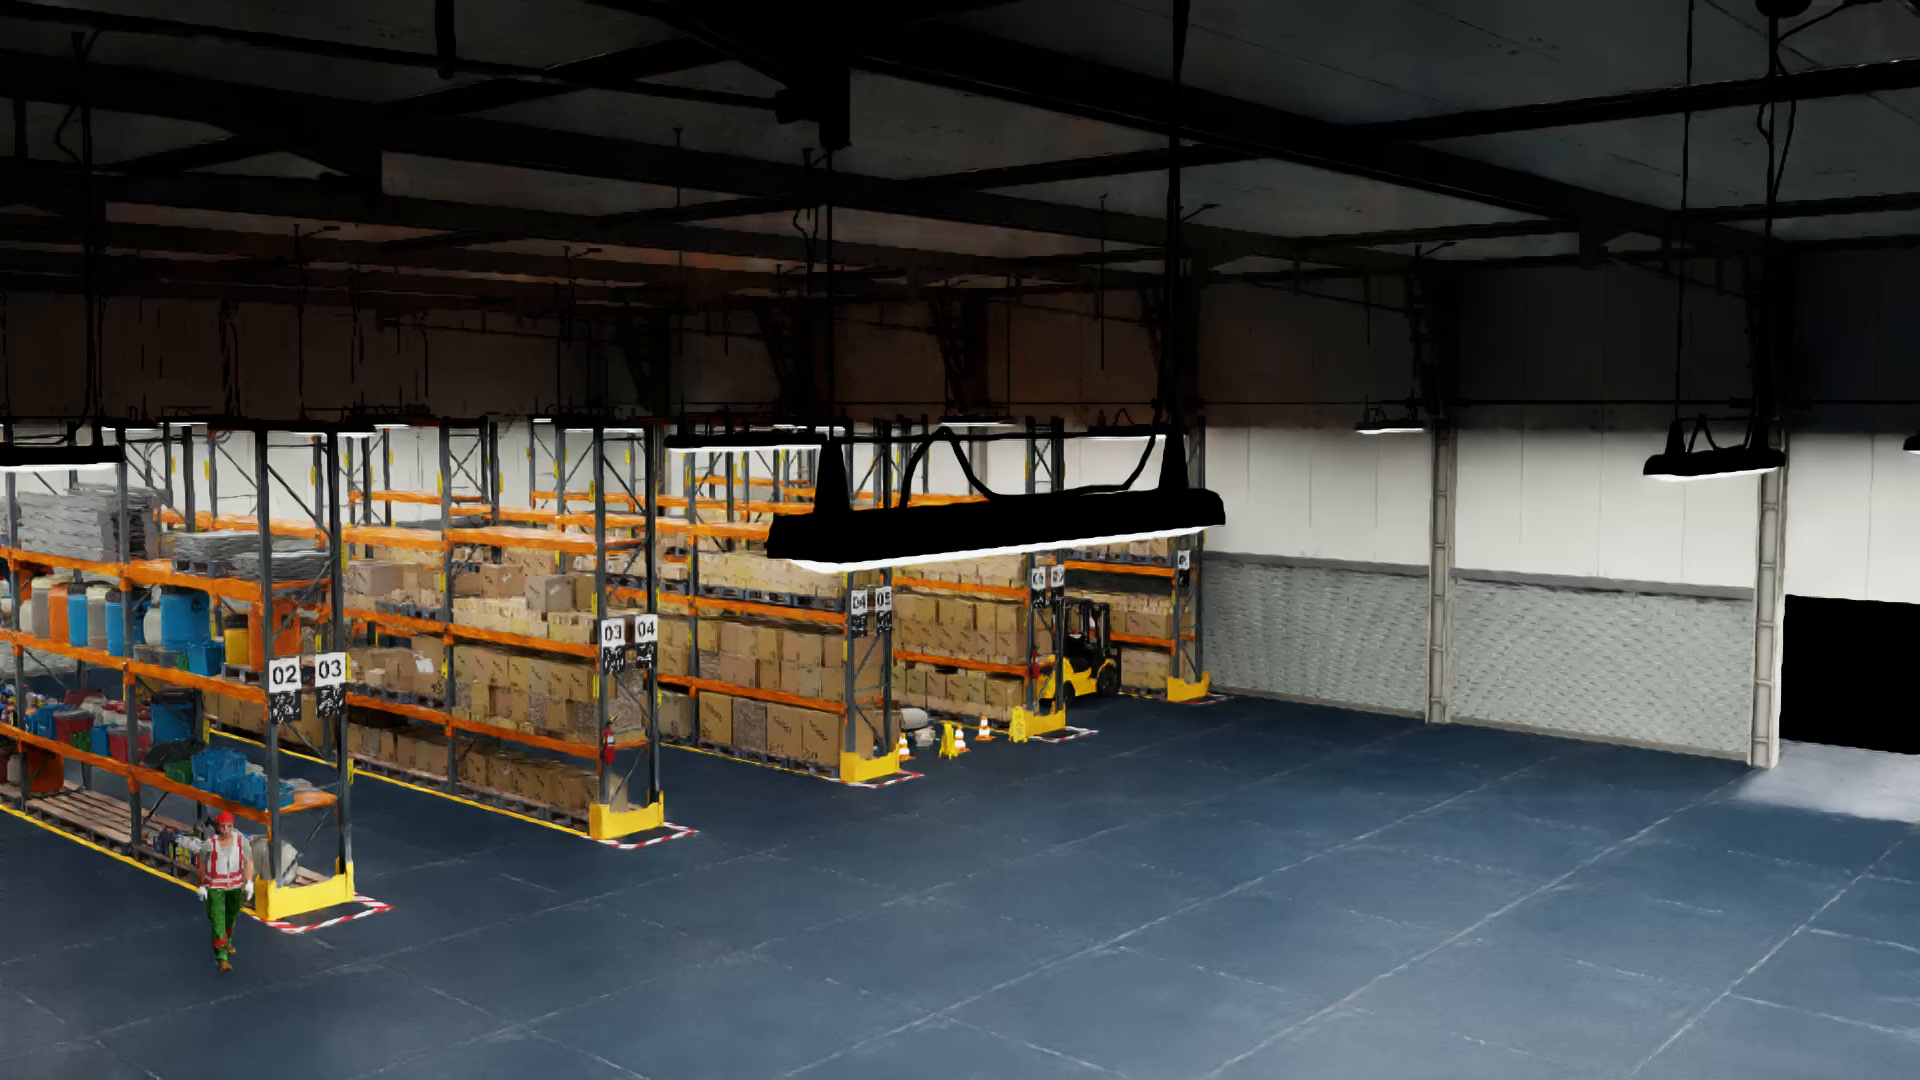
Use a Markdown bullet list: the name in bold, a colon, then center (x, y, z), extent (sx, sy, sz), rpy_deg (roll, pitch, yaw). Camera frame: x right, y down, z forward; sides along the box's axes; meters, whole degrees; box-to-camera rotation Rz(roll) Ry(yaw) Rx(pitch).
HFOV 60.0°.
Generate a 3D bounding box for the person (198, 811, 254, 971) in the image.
- **person**: center (-8.232, 3.896, 18.699), extent (0.535, 1.725, 1.024), rpy_deg (-4, 6, -39)
